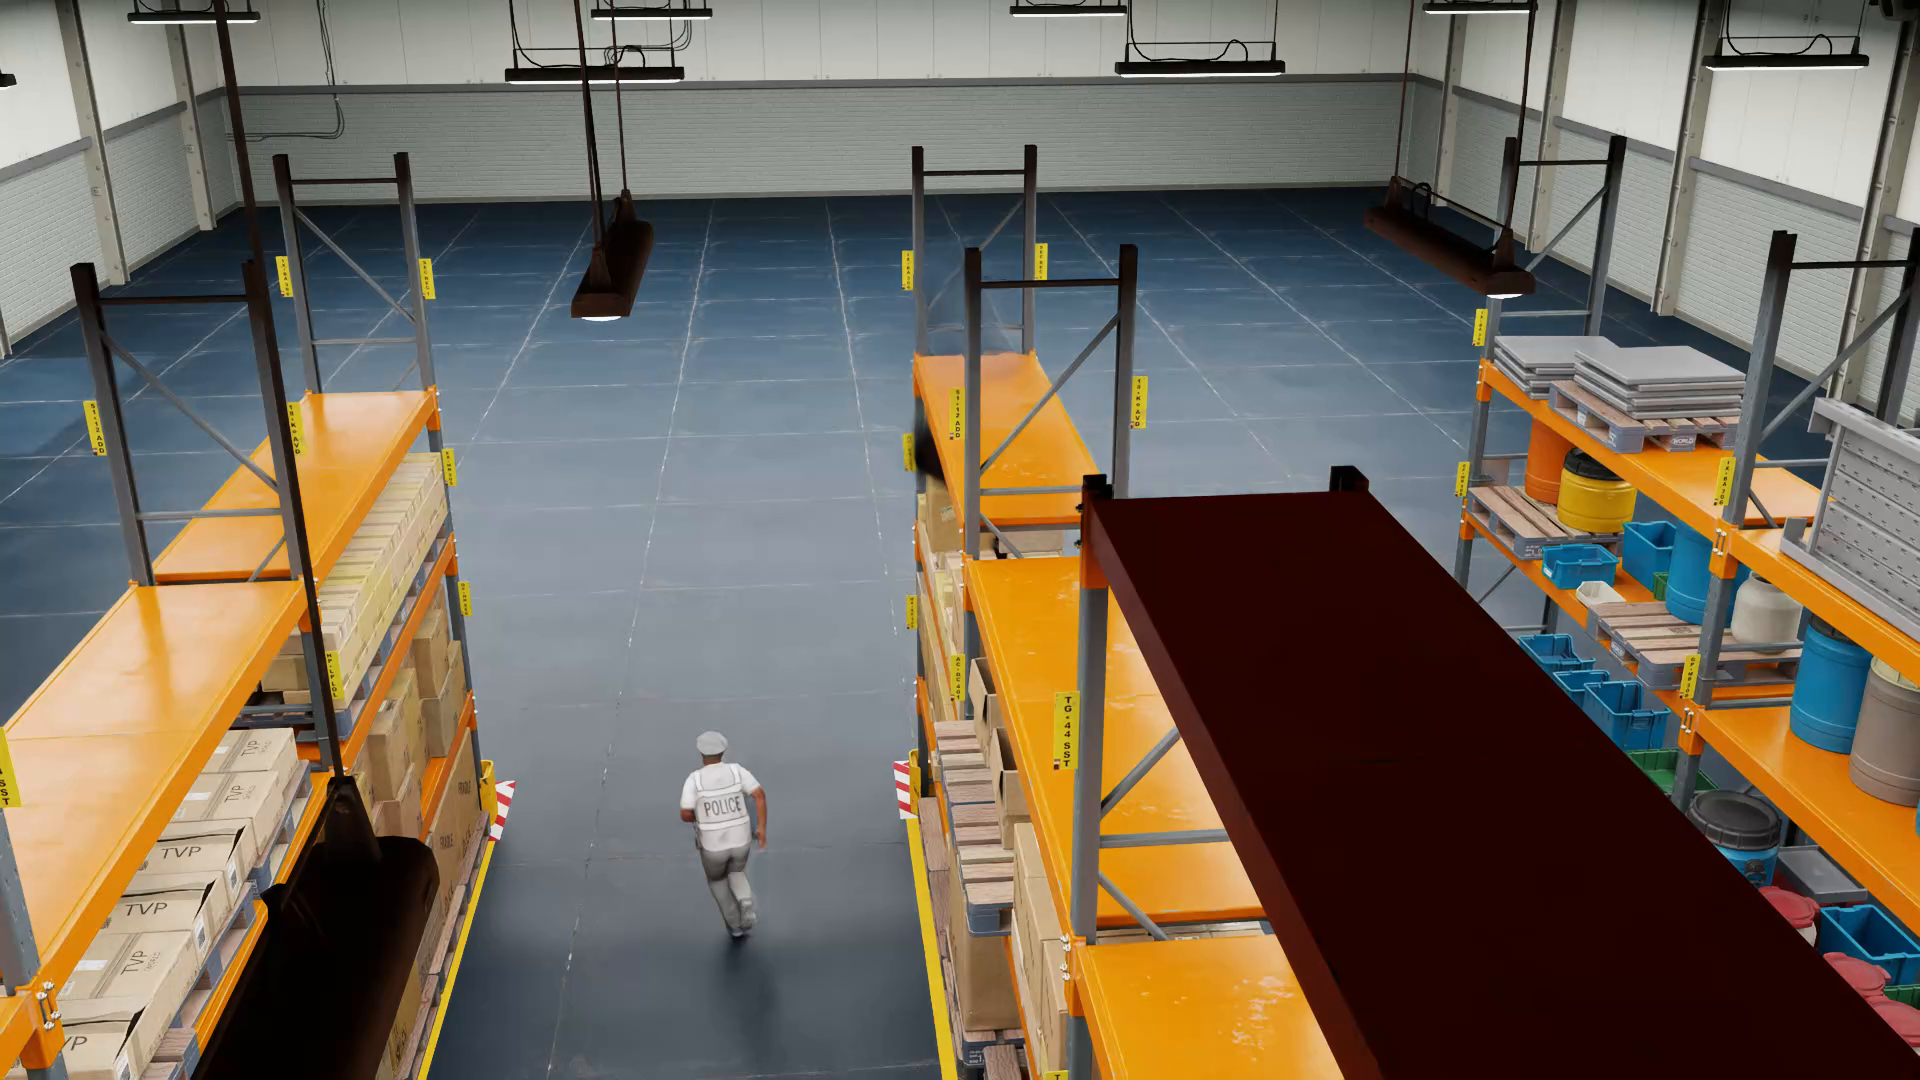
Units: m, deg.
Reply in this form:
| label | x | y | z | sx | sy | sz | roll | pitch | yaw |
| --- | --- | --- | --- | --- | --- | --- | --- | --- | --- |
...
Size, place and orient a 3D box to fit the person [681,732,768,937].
| label | x | y | z | sx | sy | sz | roll | pitch | yaw |
| --- | --- | --- | --- | --- | --- | --- | --- | --- | --- |
| person | -1.875 | 2.414 | 13.299 | 0.655 | 1.705 | 0.762 | -11 | 24 | -25 |
